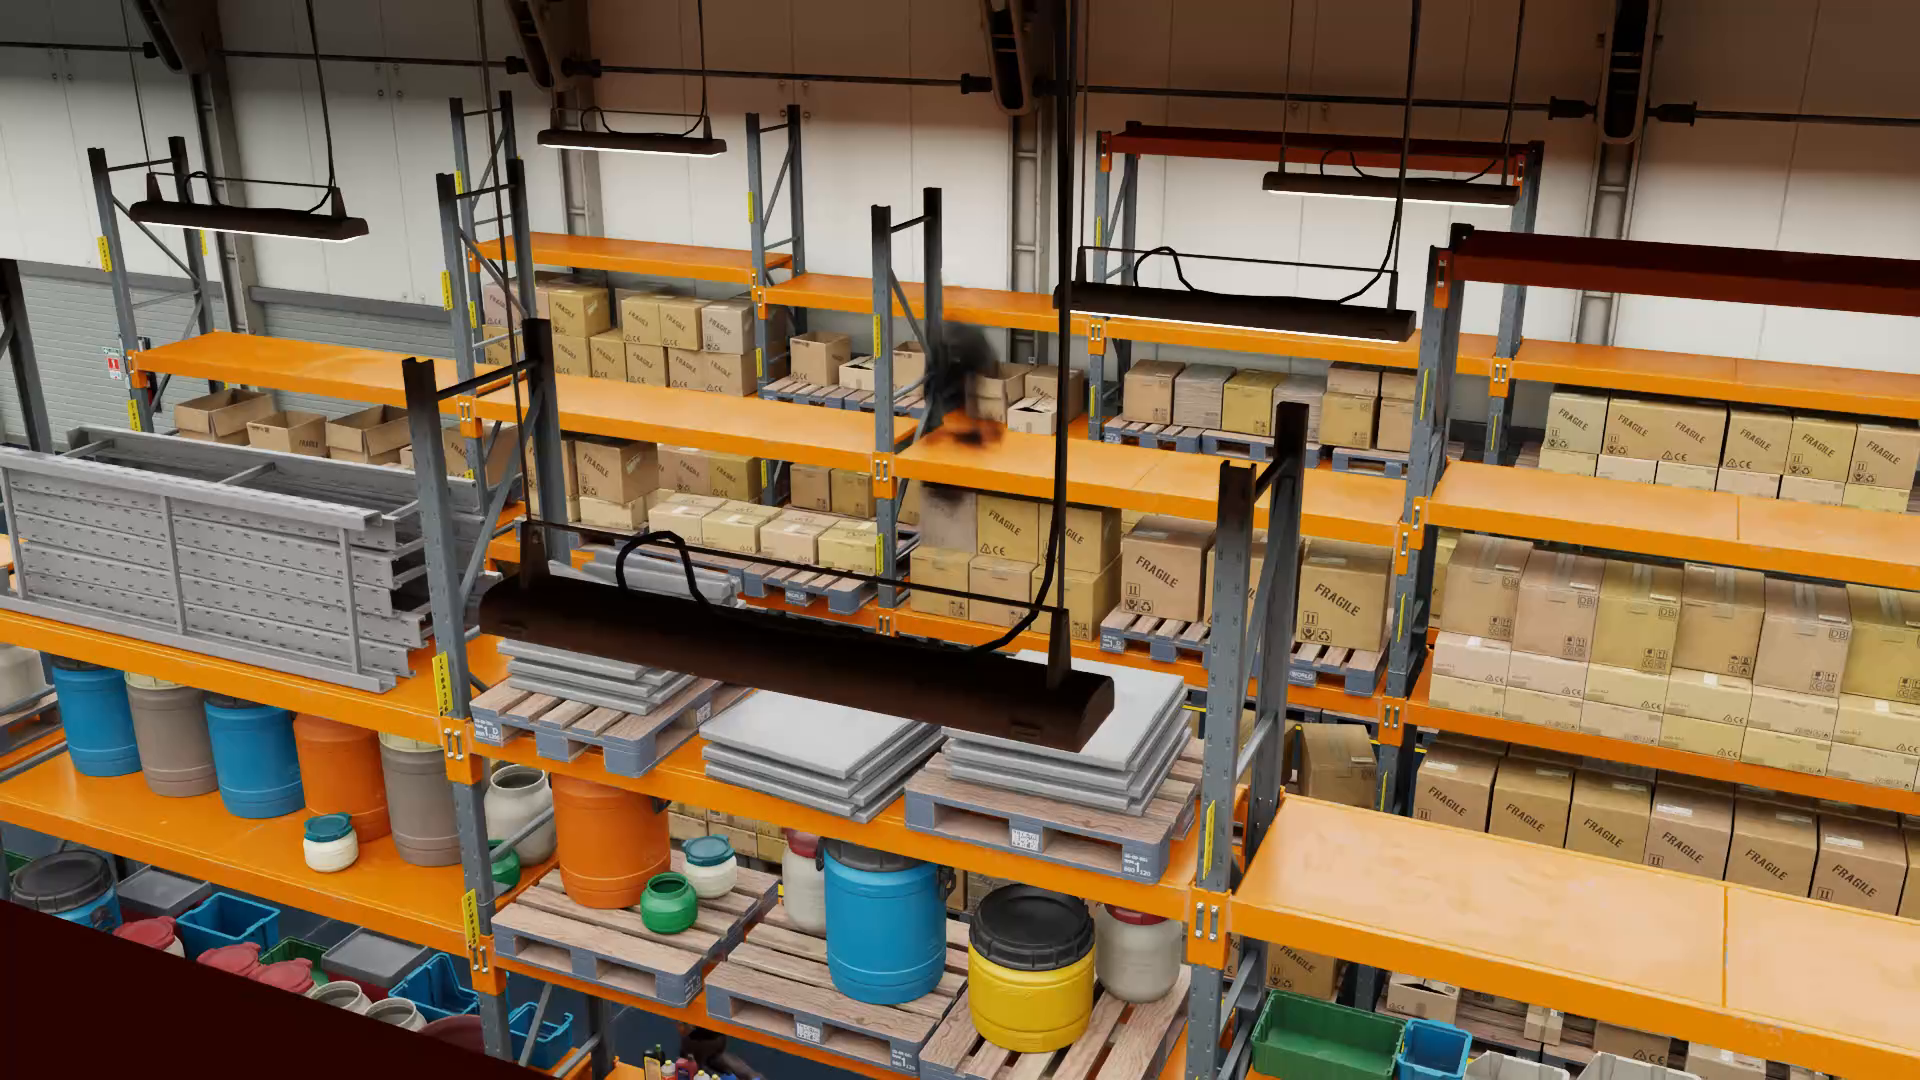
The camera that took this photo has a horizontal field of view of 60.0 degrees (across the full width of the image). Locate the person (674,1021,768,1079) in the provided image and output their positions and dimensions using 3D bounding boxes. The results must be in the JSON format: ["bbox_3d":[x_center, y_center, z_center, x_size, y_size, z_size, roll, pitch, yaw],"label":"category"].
[{"bbox_3d":[-1.688,3.338,11.431,0.785,1.704,0.684,7,22,18],"label":"person"}]
